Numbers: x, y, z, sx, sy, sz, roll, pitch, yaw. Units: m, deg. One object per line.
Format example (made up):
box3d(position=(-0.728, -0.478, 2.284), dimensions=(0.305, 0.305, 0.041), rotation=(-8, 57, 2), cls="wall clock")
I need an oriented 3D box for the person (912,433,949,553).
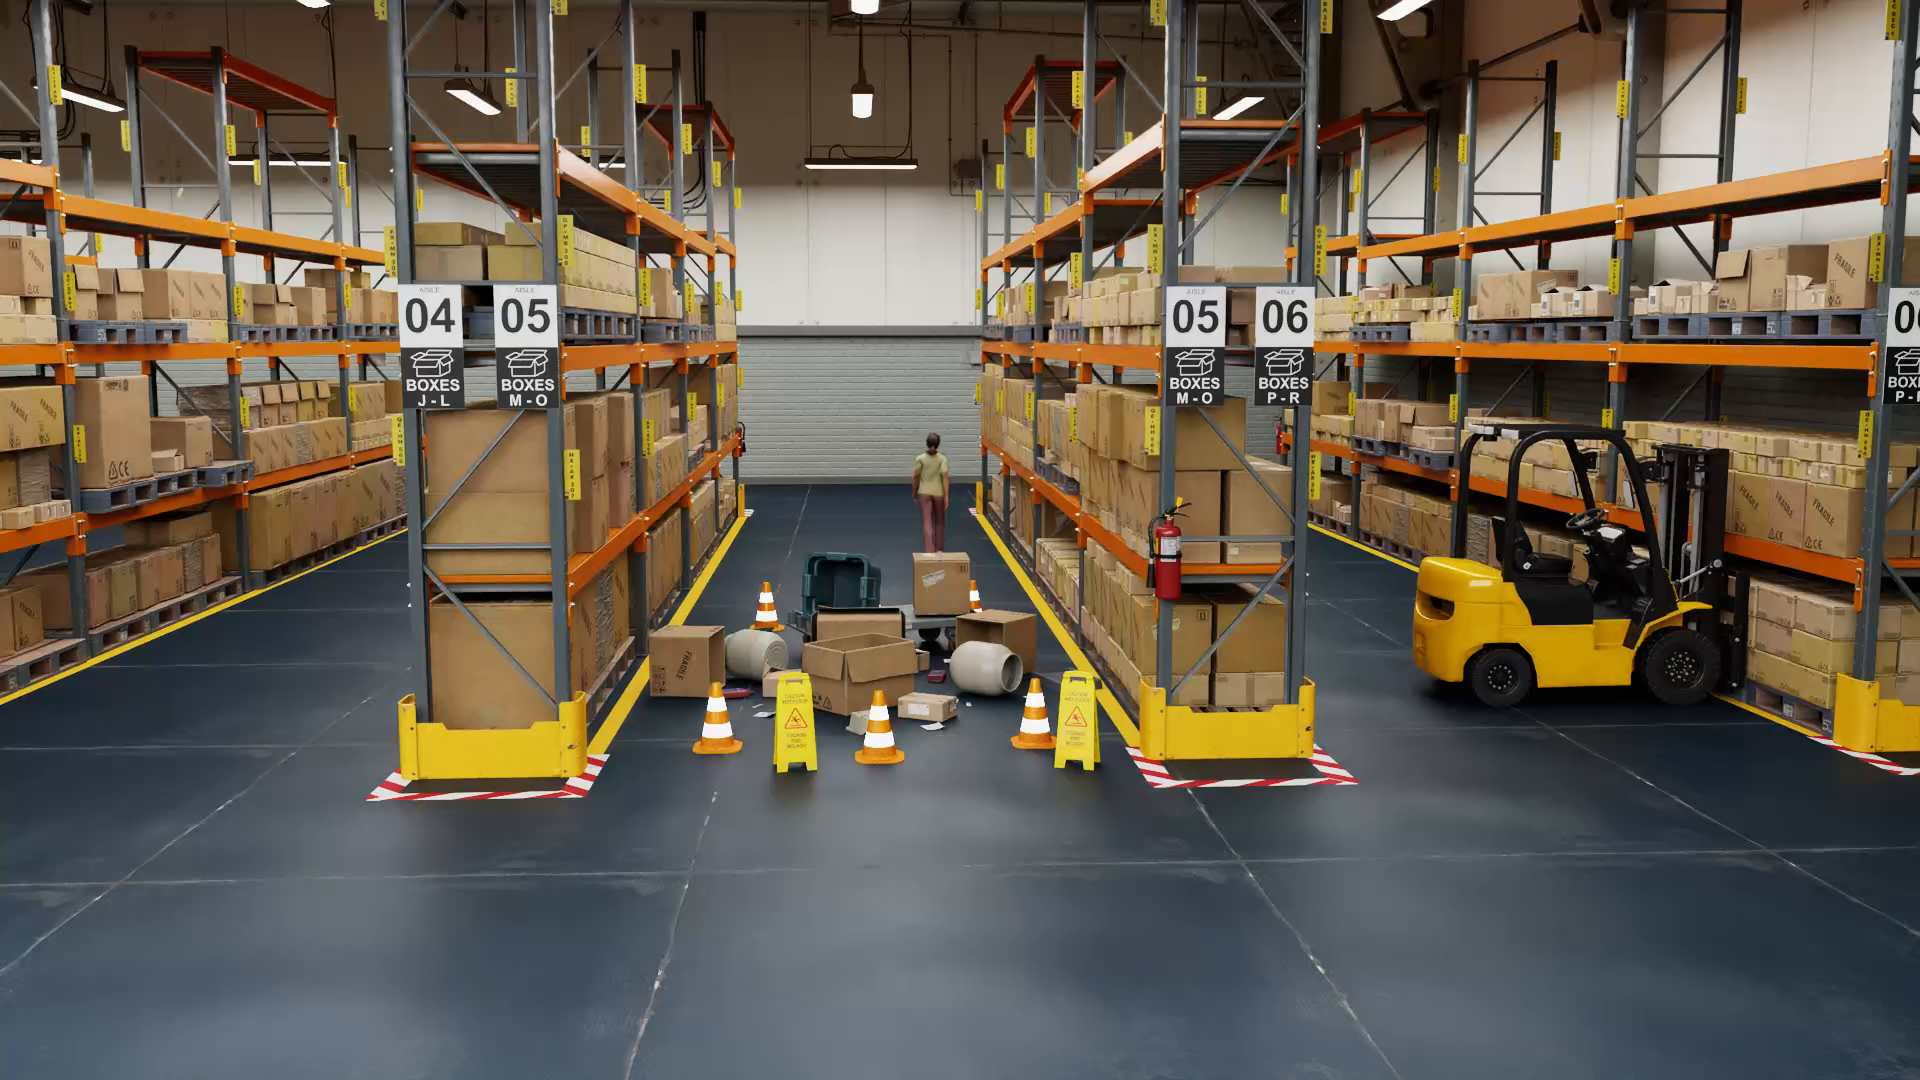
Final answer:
box3d(position=(-0.380, -0.577, 21.408), dimensions=(0.468, 1.614, 0.987), rotation=(0, 7, -3), cls="person")
